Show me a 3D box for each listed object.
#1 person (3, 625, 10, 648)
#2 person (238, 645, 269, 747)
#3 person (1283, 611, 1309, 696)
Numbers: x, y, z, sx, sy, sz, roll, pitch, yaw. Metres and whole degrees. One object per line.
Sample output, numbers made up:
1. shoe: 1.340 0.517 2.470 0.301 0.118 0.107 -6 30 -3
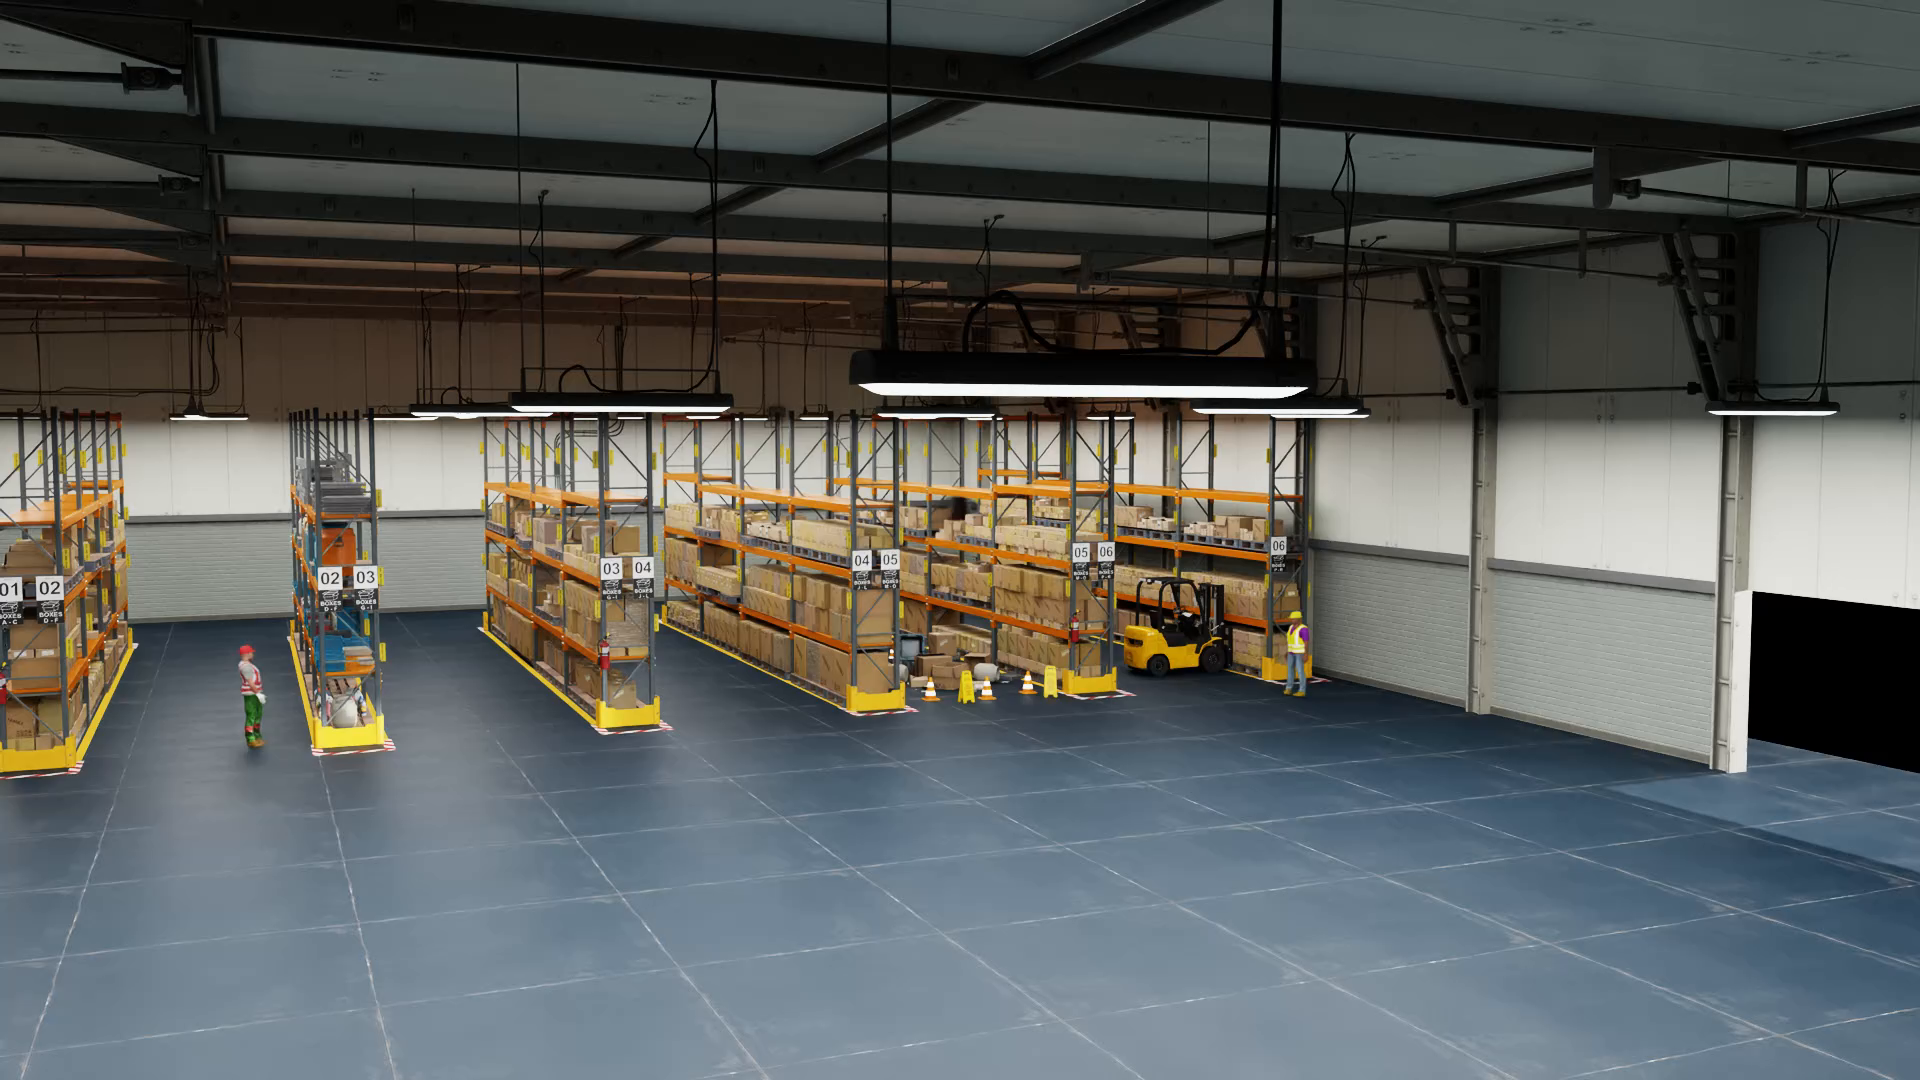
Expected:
1. person: -24.545 1.961 42.278 0.577 1.613 0.462 -1 4 -18
2. person: -12.535 2.771 29.545 0.577 1.825 0.624 0 4 -2
3. person: 7.043 2.380 34.971 0.432 1.769 0.632 -2 5 -30
